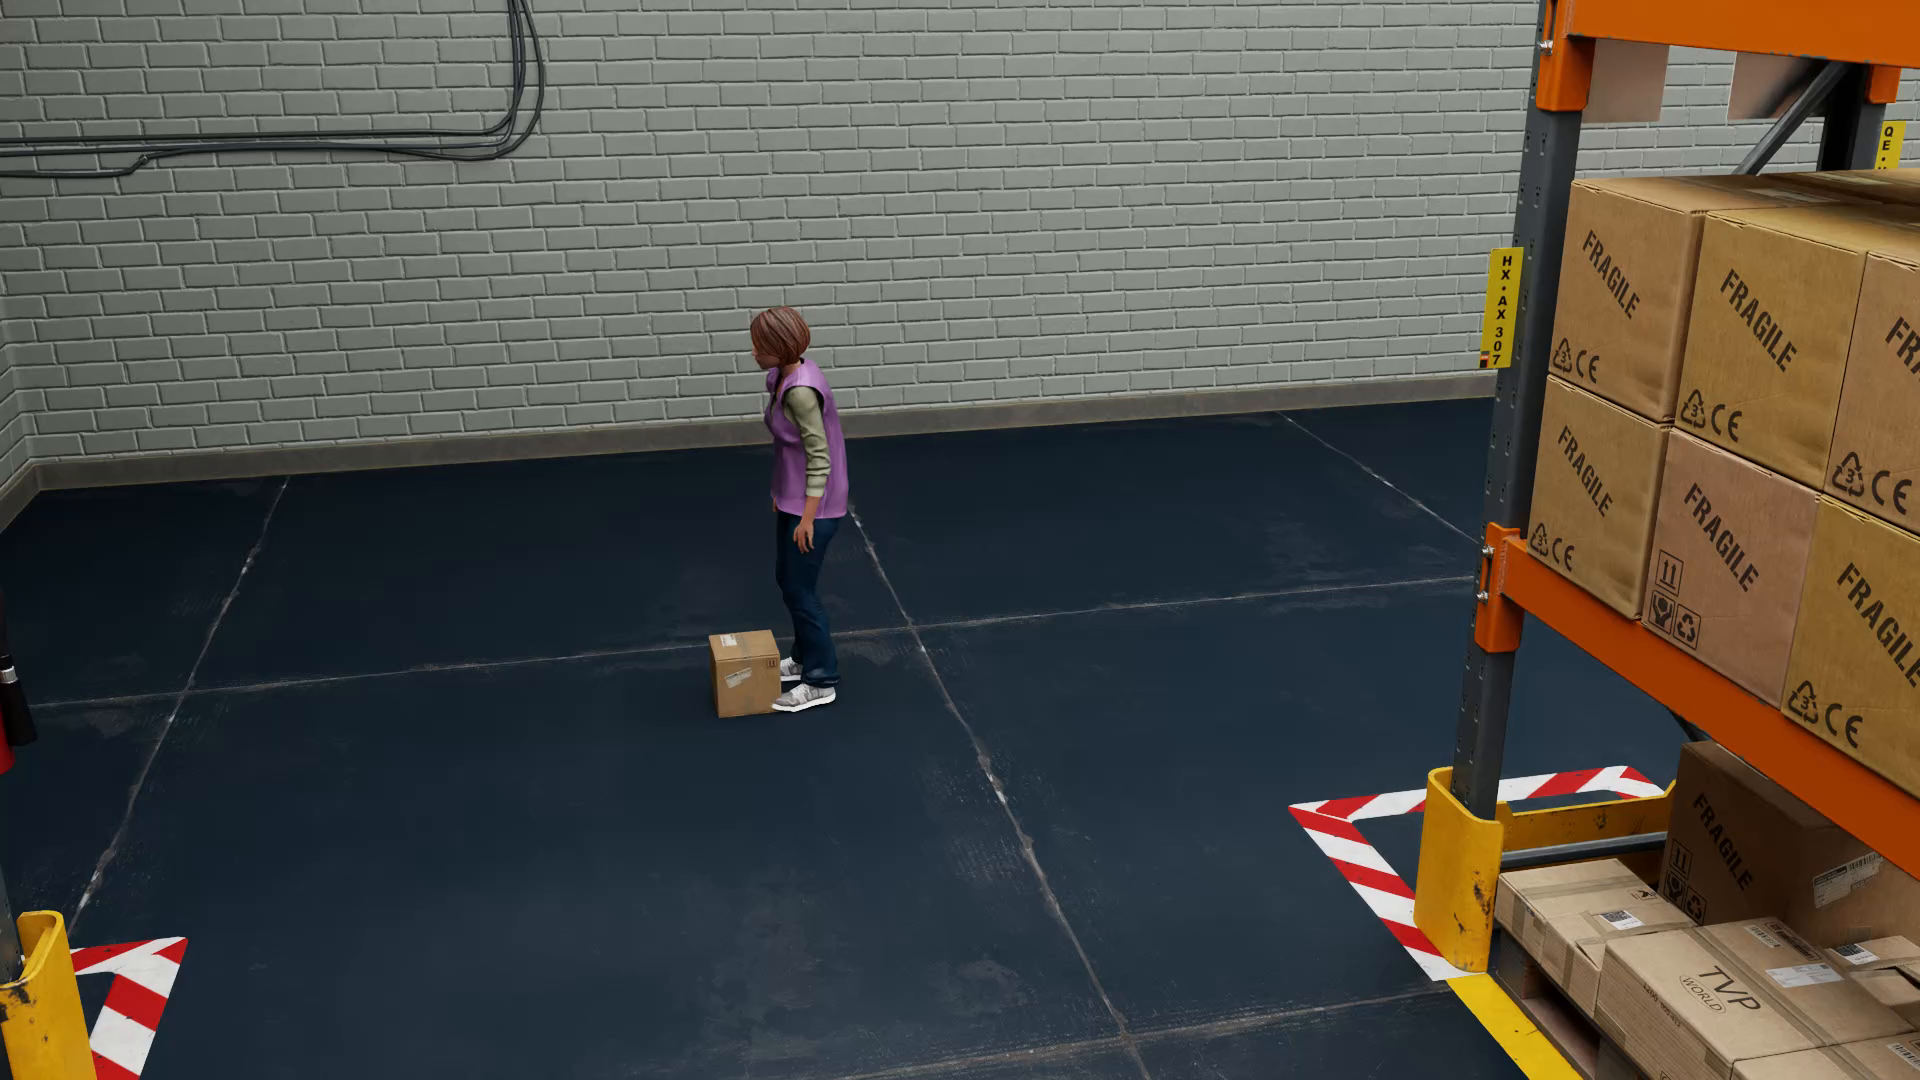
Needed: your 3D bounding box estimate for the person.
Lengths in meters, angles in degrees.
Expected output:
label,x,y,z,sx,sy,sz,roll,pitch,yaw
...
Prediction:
label,x,y,z,sx,sy,sz,roll,pitch,yaw
person,-0.620,-0.123,6.426,0.342,1.594,0.481,-5,21,-15
